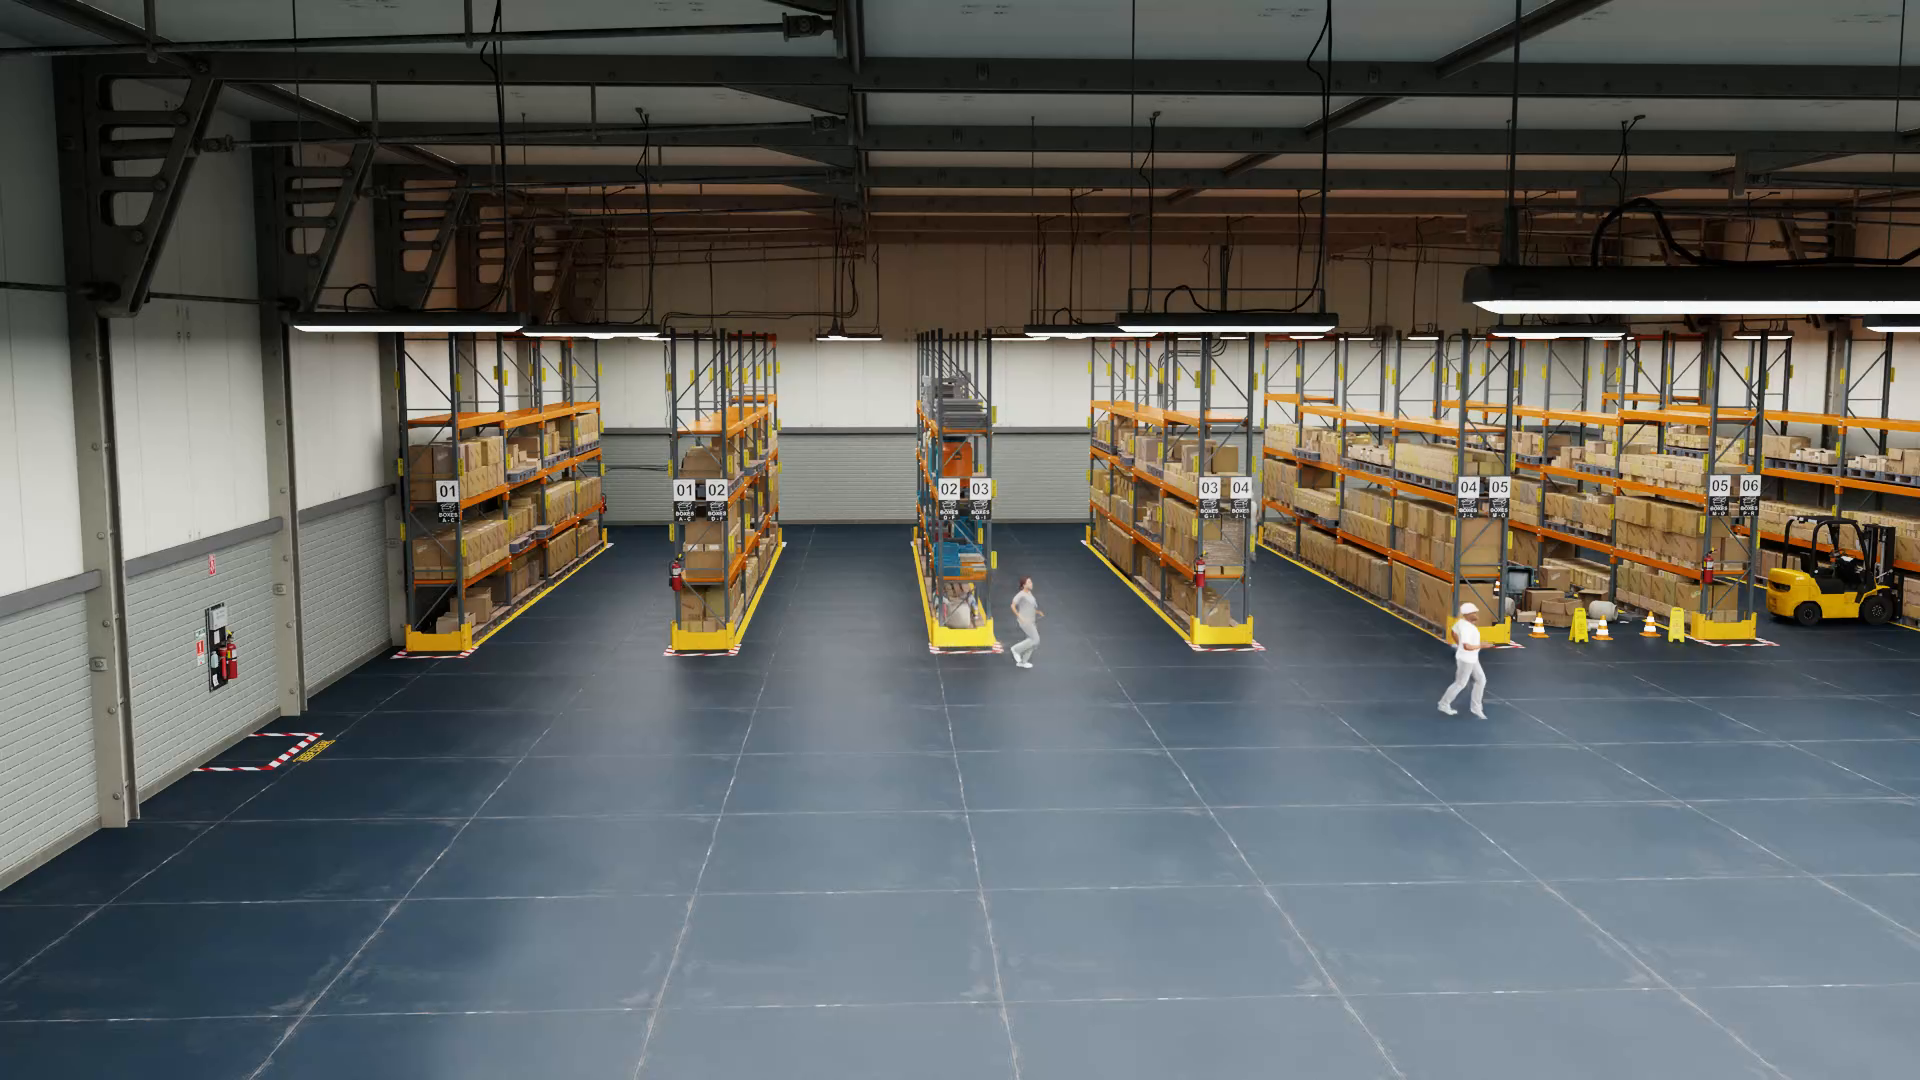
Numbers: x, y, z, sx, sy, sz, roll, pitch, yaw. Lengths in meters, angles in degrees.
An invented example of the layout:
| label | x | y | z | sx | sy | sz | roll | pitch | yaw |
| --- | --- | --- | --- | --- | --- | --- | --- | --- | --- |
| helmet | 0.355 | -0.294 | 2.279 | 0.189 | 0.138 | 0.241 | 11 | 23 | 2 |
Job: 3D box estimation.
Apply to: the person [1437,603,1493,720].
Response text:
| label | x | y | z | sx | sy | sz | roll | pitch | yaw |
| --- | --- | --- | --- | --- | --- | --- | --- | --- | --- |
| person | 7.722 | 1.867 | 25.381 | 0.787 | 1.830 | 0.676 | 3 | 7 | 24 |

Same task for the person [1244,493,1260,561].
| label | x | y | z | sx | sy | sz | roll | pitch | yaw |
| --- | --- | --- | --- | --- | --- | --- | --- | --- | --- |
| person | 7.639 | -0.379 | 44.050 | 0.682 | 1.787 | 0.978 | -1 | 7 | -6 |

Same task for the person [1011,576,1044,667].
| label | x | y | z | sx | sy | sz | roll | pitch | yaw |
| --- | --- | --- | --- | --- | --- | --- | --- | --- | --- |
| person | 1.202 | 1.452 | 29.442 | 0.559 | 1.628 | 0.568 | 3 | 8 | 27 |

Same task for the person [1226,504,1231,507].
| label | x | y | z | sx | sy | sz | roll | pitch | yaw |
| --- | --- | --- | --- | --- | --- | --- | --- | --- | --- |
| person | 8.019 | -0.851 | 48.915 | 0.538 | 1.627 | 0.623 | -2 | 7 | -17 |
